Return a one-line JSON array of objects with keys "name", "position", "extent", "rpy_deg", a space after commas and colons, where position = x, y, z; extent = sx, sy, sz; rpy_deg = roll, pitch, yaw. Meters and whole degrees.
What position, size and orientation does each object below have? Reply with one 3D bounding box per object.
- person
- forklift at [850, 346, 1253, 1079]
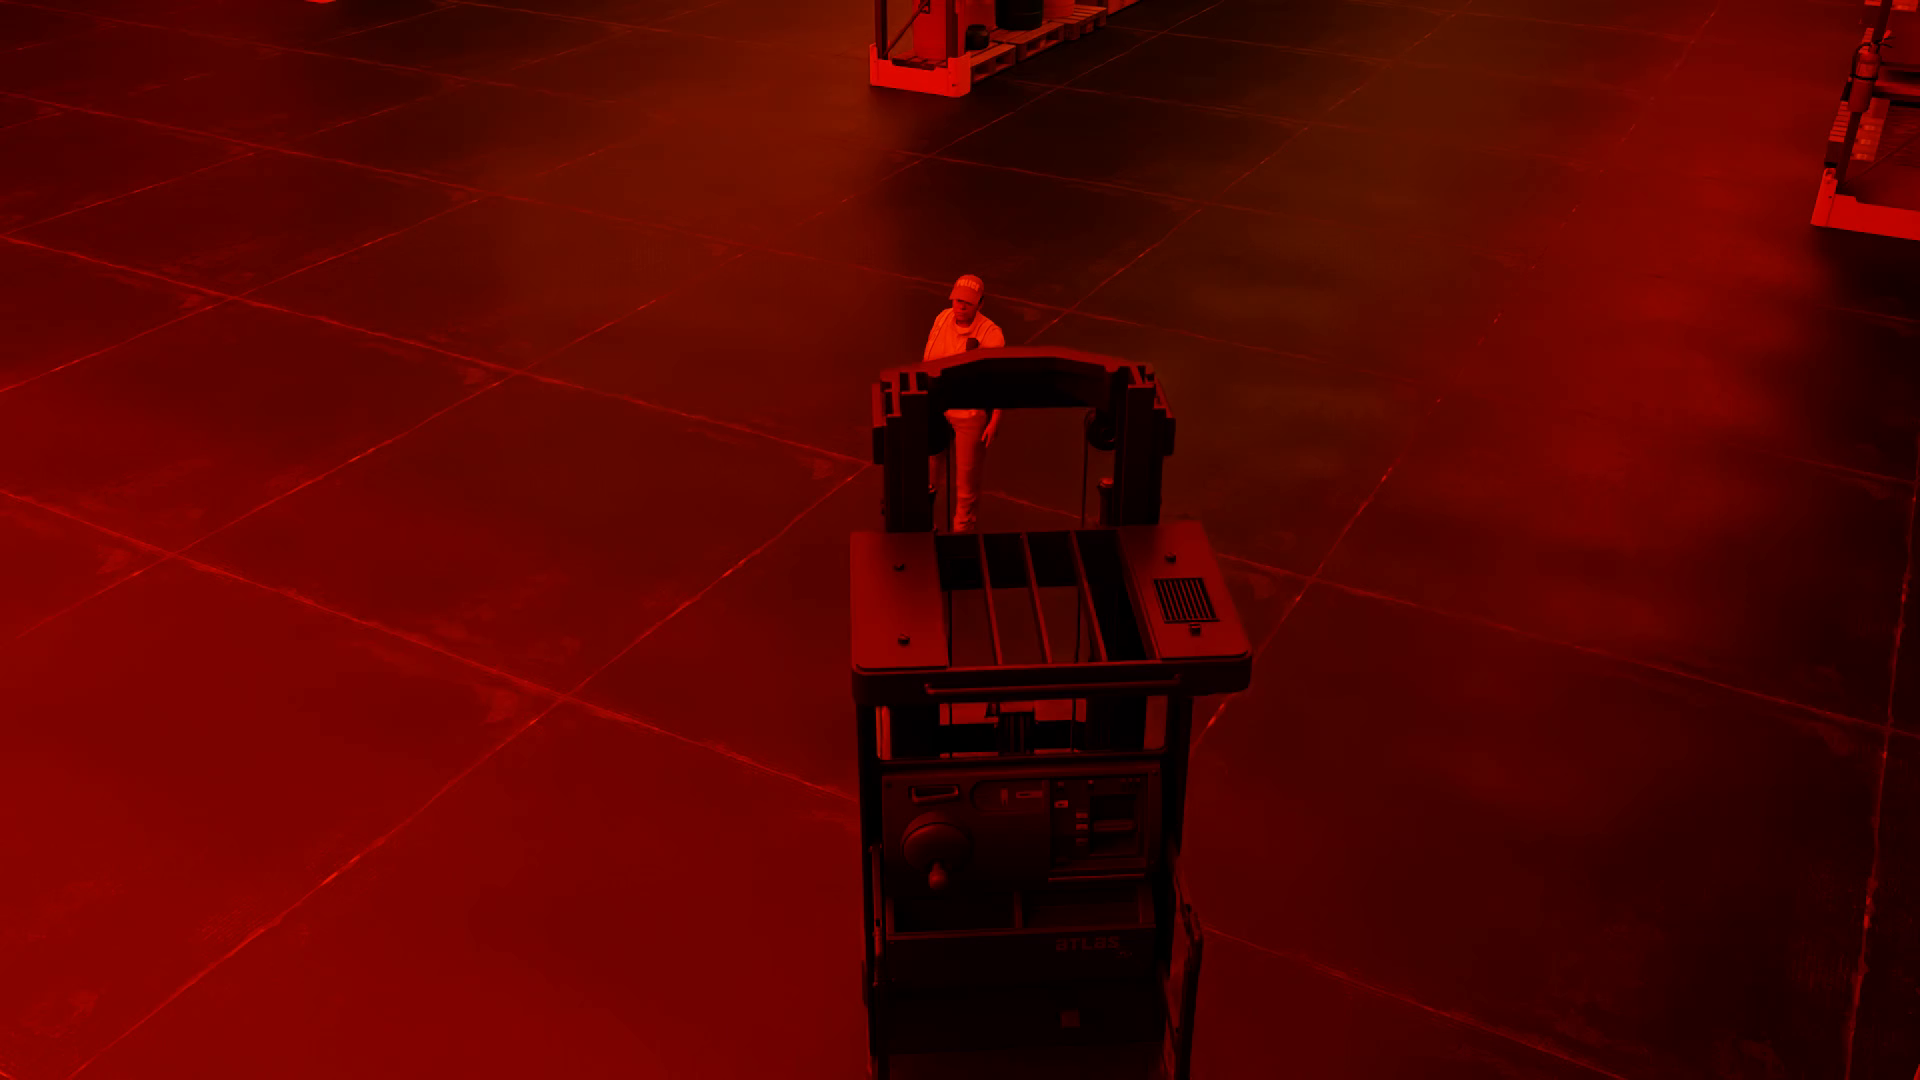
[{"name": "person", "position": [-0.057, -0.701, 9.534], "extent": [0.598, 1.670, 0.529], "rpy_deg": [15, 33, 25]}, {"name": "forklift", "position": [0.224, 0.997, 5.344], "extent": [1.130, 2.935, 3.031], "rpy_deg": [-2, 30, -3]}]
